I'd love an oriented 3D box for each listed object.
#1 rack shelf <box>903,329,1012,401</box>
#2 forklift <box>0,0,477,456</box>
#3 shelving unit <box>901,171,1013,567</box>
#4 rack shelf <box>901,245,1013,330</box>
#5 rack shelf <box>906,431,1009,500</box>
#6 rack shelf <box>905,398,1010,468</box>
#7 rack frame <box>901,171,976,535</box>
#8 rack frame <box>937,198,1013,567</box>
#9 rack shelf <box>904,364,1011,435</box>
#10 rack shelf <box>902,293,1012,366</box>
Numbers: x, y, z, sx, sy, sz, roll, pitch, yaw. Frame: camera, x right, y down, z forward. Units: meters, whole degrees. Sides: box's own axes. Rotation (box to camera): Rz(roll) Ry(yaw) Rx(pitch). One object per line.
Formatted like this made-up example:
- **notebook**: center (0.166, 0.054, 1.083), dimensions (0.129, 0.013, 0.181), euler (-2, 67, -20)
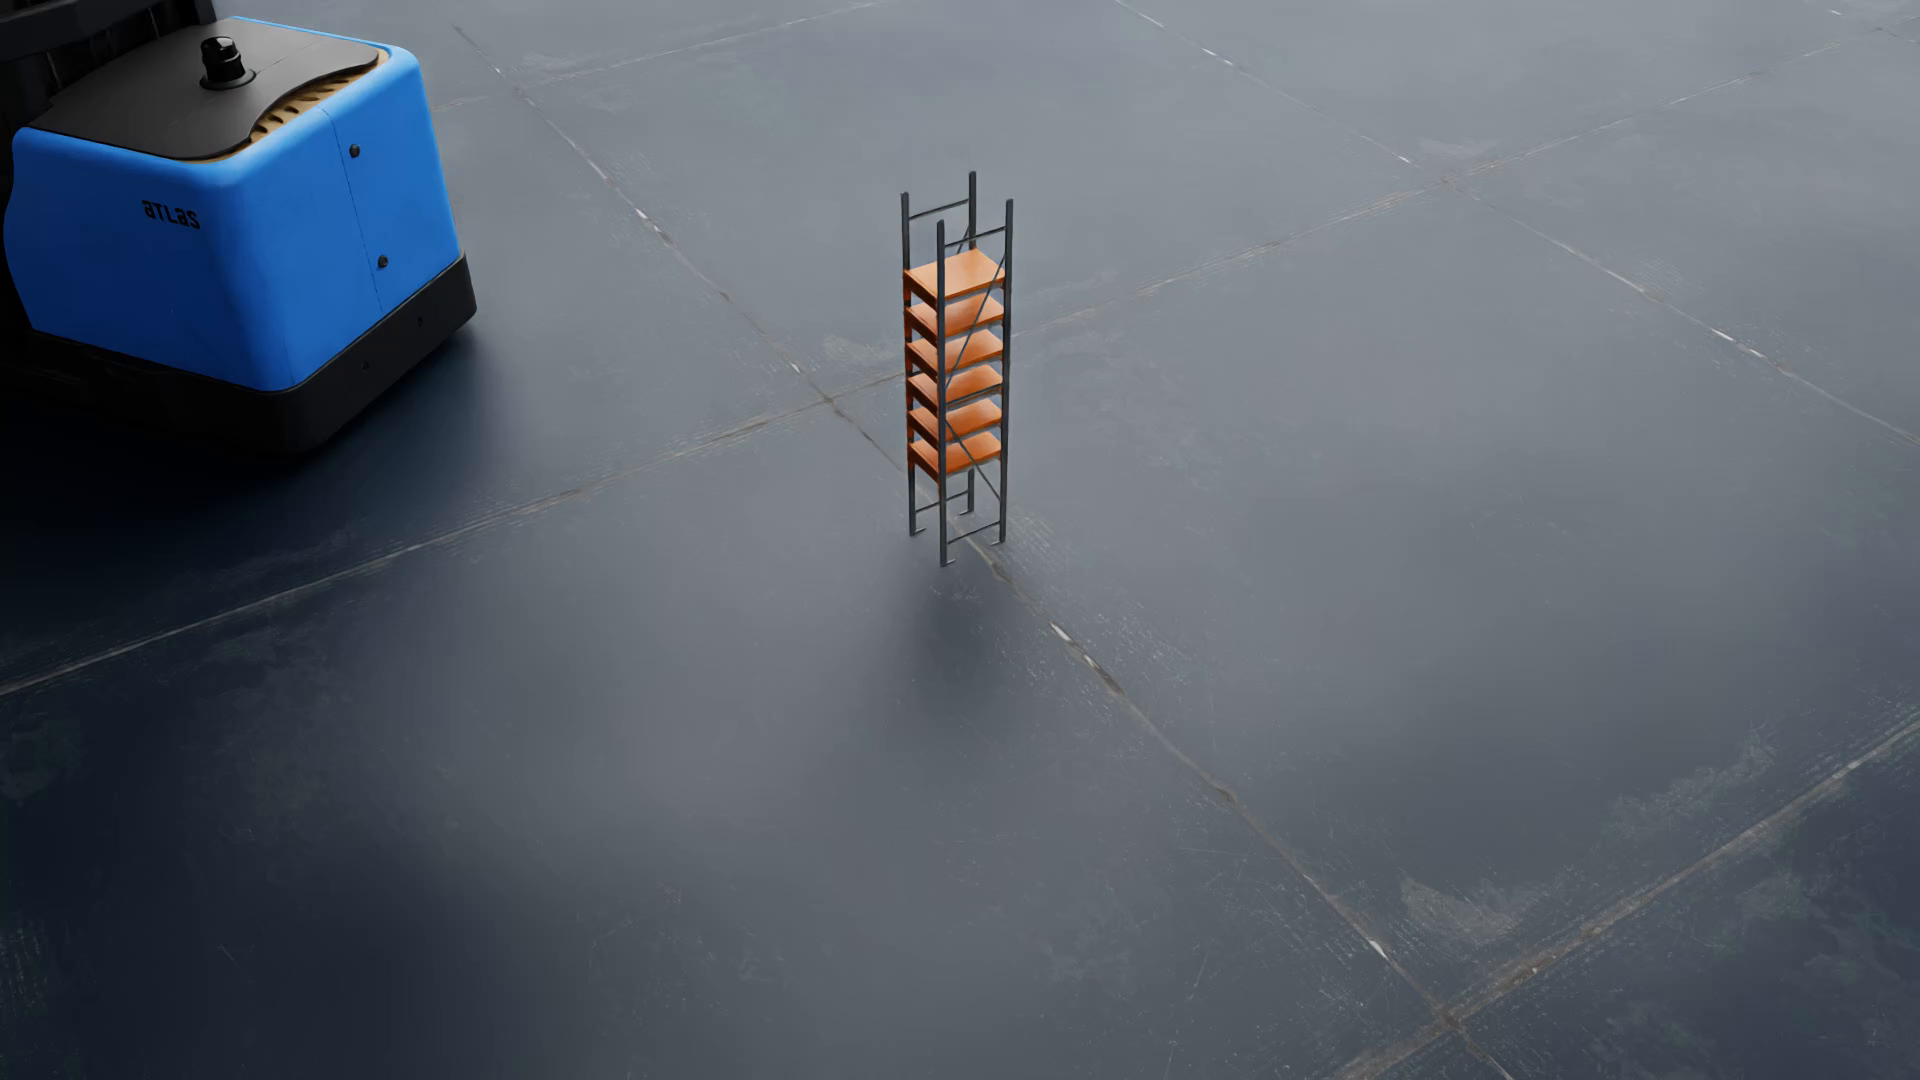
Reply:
- **rack shelf**: center (-0.008, -0.527, 4.827), dimensions (0.258, 0.103, 0.180), euler (-22, 45, -24)
- **forklift**: center (-3.356, -2.012, 5.375), dimensions (3.031, 2.935, 1.130), euler (15, 42, 17)
- **shelving unit**: center (-0.008, -0.469, 4.875), dimensions (0.258, 1.200, 0.189), euler (-22, 45, -24)
- **rack shelf**: center (-0.008, -0.711, 4.673), dimensions (0.258, 0.103, 0.180), euler (-22, 45, -24)
- **rack shelf**: center (-0.008, -0.250, 5.057), dimensions (0.258, 0.103, 0.180), euler (-22, 45, -24)
- **rack shelf**: center (-0.008, -0.342, 4.981), dimensions (0.258, 0.103, 0.180), euler (-22, 45, -24)
- **rack frame**: center (-0.057, -0.518, 4.935), dimensions (0.240, 1.200, 0.006), euler (-22, 45, -24)
- **rack frame**: center (0.041, -0.419, 4.816), dimensions (0.240, 1.200, 0.006), euler (-22, 45, -24)
- **rack shelf**: center (-0.008, -0.435, 4.904), dimensions (0.258, 0.103, 0.180), euler (-22, 45, -24)
- **rack shelf**: center (-0.008, -0.619, 4.750), dimensions (0.258, 0.103, 0.180), euler (-22, 45, -24)
